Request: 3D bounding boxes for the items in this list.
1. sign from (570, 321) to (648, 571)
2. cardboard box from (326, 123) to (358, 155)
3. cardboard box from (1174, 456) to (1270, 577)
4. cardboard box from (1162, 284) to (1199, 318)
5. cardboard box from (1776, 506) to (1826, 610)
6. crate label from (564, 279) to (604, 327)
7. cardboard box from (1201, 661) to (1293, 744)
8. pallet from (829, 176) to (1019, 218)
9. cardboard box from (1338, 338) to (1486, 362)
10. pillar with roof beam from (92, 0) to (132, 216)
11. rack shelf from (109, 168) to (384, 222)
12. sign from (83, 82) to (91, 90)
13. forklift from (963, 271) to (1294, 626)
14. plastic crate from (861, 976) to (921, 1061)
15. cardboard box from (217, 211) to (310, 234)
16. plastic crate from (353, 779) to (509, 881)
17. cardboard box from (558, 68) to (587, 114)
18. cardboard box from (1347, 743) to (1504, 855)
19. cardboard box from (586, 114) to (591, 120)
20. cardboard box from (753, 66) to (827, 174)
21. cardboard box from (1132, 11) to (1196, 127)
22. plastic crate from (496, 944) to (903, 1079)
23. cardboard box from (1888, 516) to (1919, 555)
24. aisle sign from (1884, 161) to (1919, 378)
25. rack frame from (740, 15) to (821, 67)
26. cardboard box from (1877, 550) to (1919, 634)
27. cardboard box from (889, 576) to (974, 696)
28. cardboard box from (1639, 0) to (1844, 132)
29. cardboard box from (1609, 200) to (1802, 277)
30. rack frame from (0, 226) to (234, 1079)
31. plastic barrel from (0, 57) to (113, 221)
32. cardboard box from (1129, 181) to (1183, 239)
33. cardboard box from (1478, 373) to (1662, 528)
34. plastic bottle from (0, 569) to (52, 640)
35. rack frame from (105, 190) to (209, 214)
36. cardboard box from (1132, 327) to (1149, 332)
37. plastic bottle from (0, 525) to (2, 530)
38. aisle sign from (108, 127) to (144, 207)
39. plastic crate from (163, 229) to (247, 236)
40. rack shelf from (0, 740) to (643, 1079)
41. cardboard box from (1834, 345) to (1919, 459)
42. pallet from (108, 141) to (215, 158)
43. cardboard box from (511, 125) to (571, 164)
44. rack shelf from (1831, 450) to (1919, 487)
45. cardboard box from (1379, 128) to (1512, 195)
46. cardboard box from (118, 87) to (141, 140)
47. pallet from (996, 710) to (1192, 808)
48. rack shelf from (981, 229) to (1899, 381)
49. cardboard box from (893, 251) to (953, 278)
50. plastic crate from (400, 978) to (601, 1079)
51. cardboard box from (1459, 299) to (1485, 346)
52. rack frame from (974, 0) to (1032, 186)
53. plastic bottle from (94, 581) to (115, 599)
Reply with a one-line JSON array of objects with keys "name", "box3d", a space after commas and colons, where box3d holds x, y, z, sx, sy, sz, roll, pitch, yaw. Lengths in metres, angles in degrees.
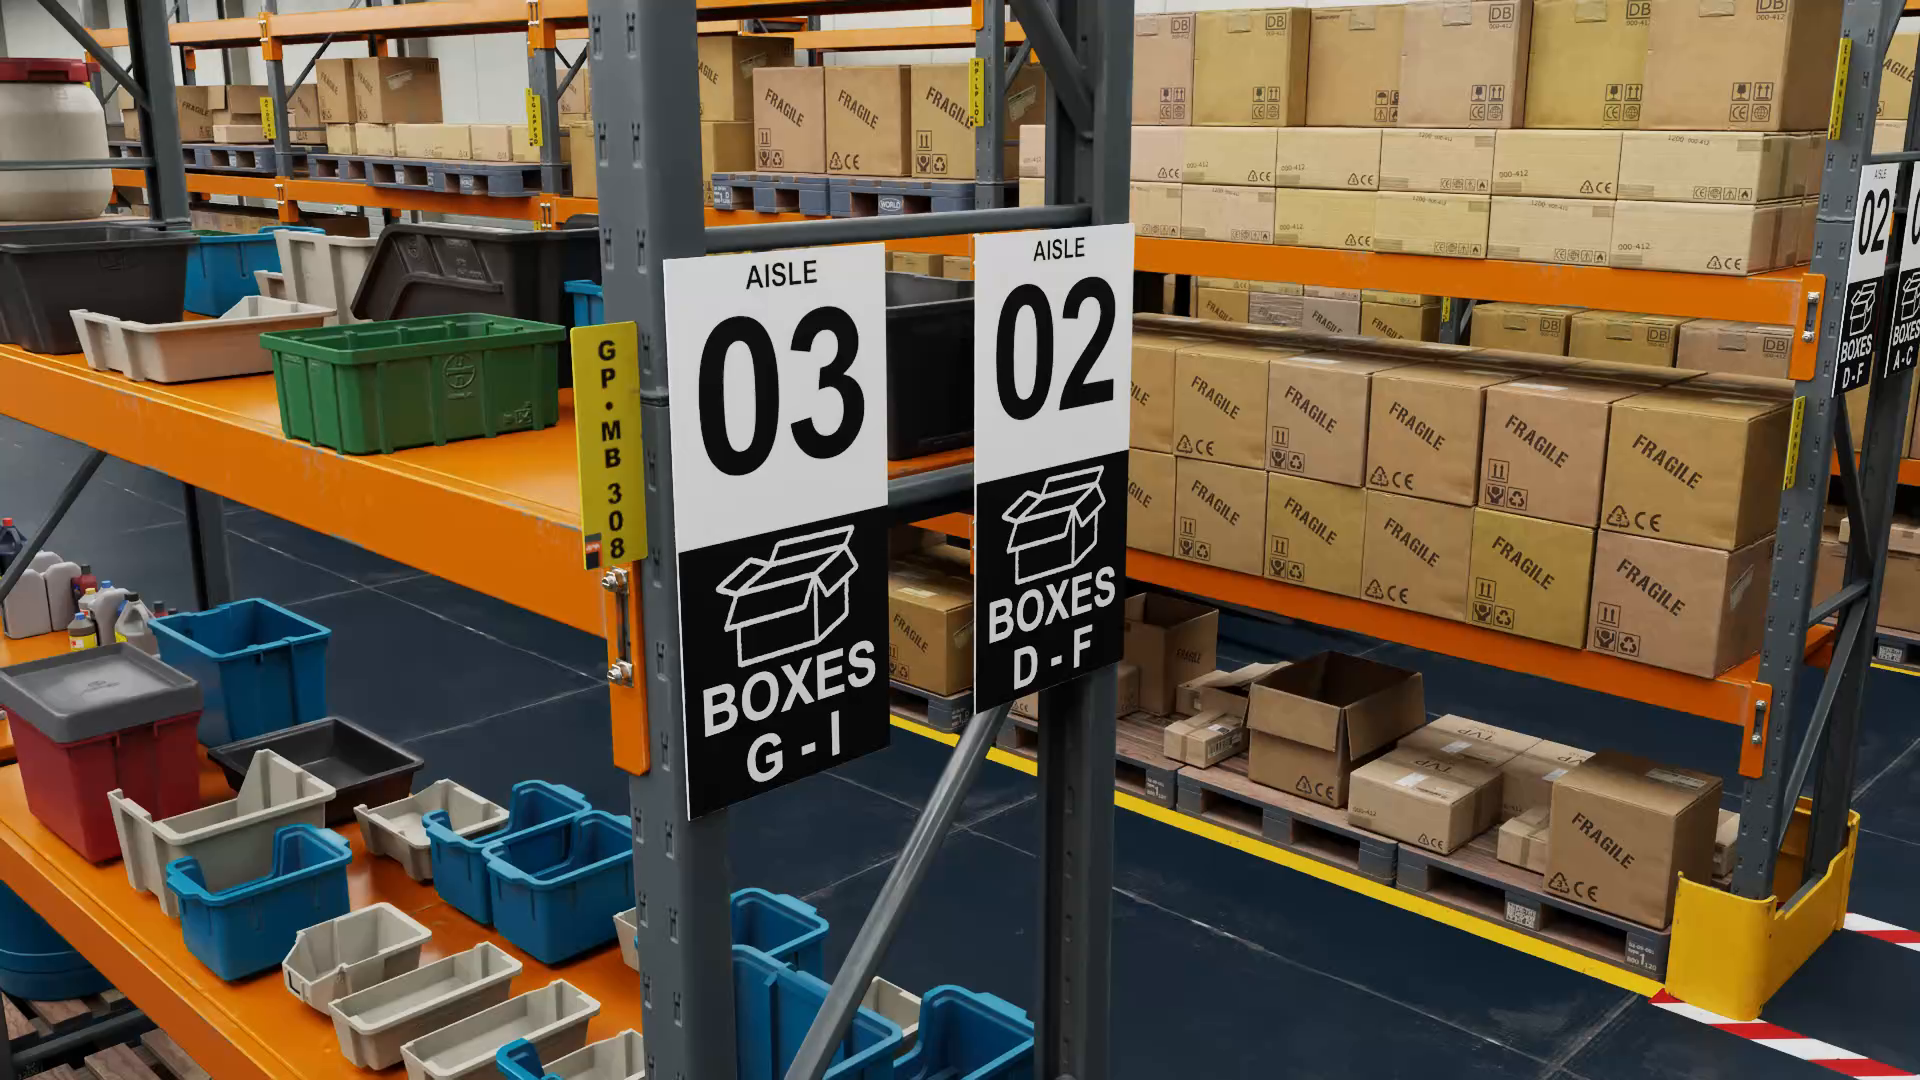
[{"name": "sign", "box3d": [-0.467, -0.125, 2.220, 0.005, 0.325, 0.100, 14, 20, 42]}, {"name": "cardboard box", "box3d": [-4.857, -3.298, 13.655, 0.500, 0.250, 0.500, -12, 19, -38]}, {"name": "cardboard box", "box3d": [1.372, -0.158, 7.890, 0.500, 0.500, 0.500, 14, 20, 42]}, {"name": "cardboard box", "box3d": [1.920, -1.915, 14.005, 0.500, 0.500, 0.500, 14, 20, 42]}, {"name": "cardboard box", "box3d": [3.208, 0.101, 6.896, 0.500, 0.500, 0.500, -14, 20, -43]}, {"name": "crate label", "box3d": [-0.537, -0.426, 3.465, 0.502, 0.251, 0.408, 14, 20, 42]}, {"name": "cardboard box", "box3d": [1.612, 0.843, 8.709, 0.500, 0.311, 0.500, 14, 20, 42]}, {"name": "pallet", "box3d": [0.044, -1.912, 9.246, 1.003, 0.211, 1.213, 14, 20, 42]}, {"name": "cardboard box", "box3d": [2.103, -0.650, 7.796, 0.500, 0.500, 0.500, 13, 20, 42]}, {"name": "pillar with roof beam", "box3d": [-19.580, -8.731, 29.095, 0.400, 9.000, 9.100, 14, 20, 42]}, {"name": "rack shelf", "box3d": [-6.734, -3.279, 15.543, 4.000, 0.370, 1.077, 14, 20, 42]}, {"name": "sign", "box3d": [-8.563, -4.338, 16.293, 0.005, 0.325, 0.100, 14, 20, 42]}, {"name": "forklift", "box3d": [1.356, -1.011, 11.500, 1.130, 2.935, 3.031, -12, 19, -38]}, {"name": "plastic crate", "box3d": [-0.219, 1.098, 3.673, 0.298, 0.136, 0.250, 14, 20, 42]}, {"name": "cardboard box", "box3d": [-6.343, -2.754, 15.280, 0.500, 0.500, 0.700, 14, 20, 42]}, {"name": "plastic crate", "box3d": [-1.514, 0.822, 4.731, 0.466, 0.136, 0.293, 14, 20, 42]}, {"name": "cardboard box", "box3d": [-4.303, -5.210, 19.308, 0.500, 0.500, 0.500, 13, 20, 42]}, {"name": "cardboard box", "box3d": [2.119, 1.171, 7.571, 0.500, 0.250, 0.500, 14, 20, 42]}, {"name": "cardboard box", "box3d": [-3.933, -4.640, 19.104, 0.500, 0.500, 0.500, -13, 20, -42]}, {"name": "cardboard box", "box3d": [-0.809, -2.511, 9.941, 0.600, 0.600, 0.600, 13, 19, 40]}, {"name": "cardboard box", "box3d": [1.103, -2.217, 7.863, 0.500, 0.500, 0.700, 14, 20, 42]}, {"name": "plastic crate", "box3d": [-0.467, 1.103, 3.062, 0.499, 0.435, 0.616, 14, 20, 42]}, {"name": "cardboard box", "box3d": [5.988, -0.026, 10.421, 0.250, 0.149, 0.380, 13, 20, 42]}, {"name": "aisle sign", "box3d": [3.597, -1.024, 6.258, 0.004, 0.787, 0.394, 14, 20, 42]}, {"name": "rack frame", "box3d": [-1.859, -5.628, 17.184, 0.127, 3.000, 1.000, 14, 20, 42]}, {"name": "cardboard box", "box3d": [6.206, 0.277, 10.543, 0.500, 0.500, 0.700, 14, 20, 42]}, {"name": "cardboard box", "box3d": [-0.090, 0.537, 9.506, 0.500, 0.500, 0.500, 14, 20, 42]}, {"name": "cardboard box", "box3d": [2.963, -1.796, 6.244, 0.500, 0.500, 0.700, 14, 20, 42]}, {"name": "cardboard box", "box3d": [2.791, -1.146, 6.229, 0.500, 0.250, 0.500, 14, 20, 42]}, {"name": "rack frame", "box3d": [-2.976, 0.473, 5.666, 0.127, 3.000, 1.000, 14, 20, 42]}, {"name": "plastic barrel", "box3d": [-3.181, -1.385, 5.746, 0.433, 0.535, 0.433, 0, 15, 0]}, {"name": "cardboard box", "box3d": [1.000, -1.586, 7.917, 0.500, 0.250, 0.500, 14, 20, 42]}, {"name": "cardboard box", "box3d": [2.469, -0.373, 6.735, 0.500, 0.500, 0.500, -14, 20, -43]}, {"name": "plastic bottle", "box3d": [-3.817, 0.249, 6.774, 0.135, 0.276, 0.152, 14, 20, 42]}, {"name": "rack frame", "box3d": [-8.174, -2.525, 17.174, 0.127, 3.000, 1.000, 14, 20, 42]}, {"name": "cardboard box", "box3d": [0.609, -0.824, 8.463, 0.500, 0.500, 0.500, -14, 20, -43]}, {"name": "plastic bottle", "box3d": [-4.360, 0.026, 7.481, 0.185, 0.351, 0.144, 14, 20, 42]}, {"name": "aisle sign", "box3d": [-8.434, -3.739, 16.677, 0.004, 0.787, 0.394, 14, 20, 42]}, {"name": "plastic crate", "box3d": [-2.461, -0.856, 5.240, 0.662, 0.188, 0.450, 14, 20, 42]}, {"name": "rack shelf", "box3d": [-1.536, 1.172, 4.413, 4.000, 0.370, 1.077, 14, 20, 42]}, {"name": "cardboard box", "box3d": [5.874, -0.983, 10.659, 0.700, 0.700, 0.980, 13, 20, 42]}, {"name": "pallet", "box3d": [-7.683, -3.805, 16.314, 1.213, 0.211, 1.003, 14, 20, 42]}, {"name": "cardboard box", "box3d": [-2.781, -2.776, 11.654, 0.500, 0.250, 0.500, 12, 19, 38]}, {"name": "rack shelf", "box3d": [5.340, -0.627, 11.315, 4.000, 0.370, 1.077, 14, 20, 42]}, {"name": "cardboard box", "box3d": [2.080, -1.565, 6.847, 0.500, 0.250, 0.500, 14, 20, 42]}, {"name": "cardboard box", "box3d": [-7.763, -4.196, 16.323, 0.797, 0.503, 0.637, -13, 19, -40]}, {"name": "pallet", "box3d": [0.958, 1.045, 9.004, 1.213, 0.211, 1.003, 14, 20, 42]}, {"name": "rack shelf", "box3d": [1.904, -1.178, 7.483, 4.000, 0.370, 1.077, 14, 20, 42]}, {"name": "cardboard box", "box3d": [-0.237, -2.581, 16.316, 0.500, 0.500, 0.700, 14, 20, 42]}, {"name": "plastic crate", "box3d": [-1.008, 1.109, 3.631, 0.243, 0.136, 0.396, 14, 20, 42]}, {"name": "cardboard box", "box3d": [3.744, -1.653, 12.999, 0.500, 0.500, 0.500, 13, 19, 40]}, {"name": "rack frame", "box3d": [0.465, -3.328, 8.358, 0.127, 3.000, 1.000, 14, 20, 42]}, {"name": "plastic bottle", "box3d": [-3.373, 0.296, 6.601, 0.097, 0.271, 0.097, 0, 15, 0]}]
